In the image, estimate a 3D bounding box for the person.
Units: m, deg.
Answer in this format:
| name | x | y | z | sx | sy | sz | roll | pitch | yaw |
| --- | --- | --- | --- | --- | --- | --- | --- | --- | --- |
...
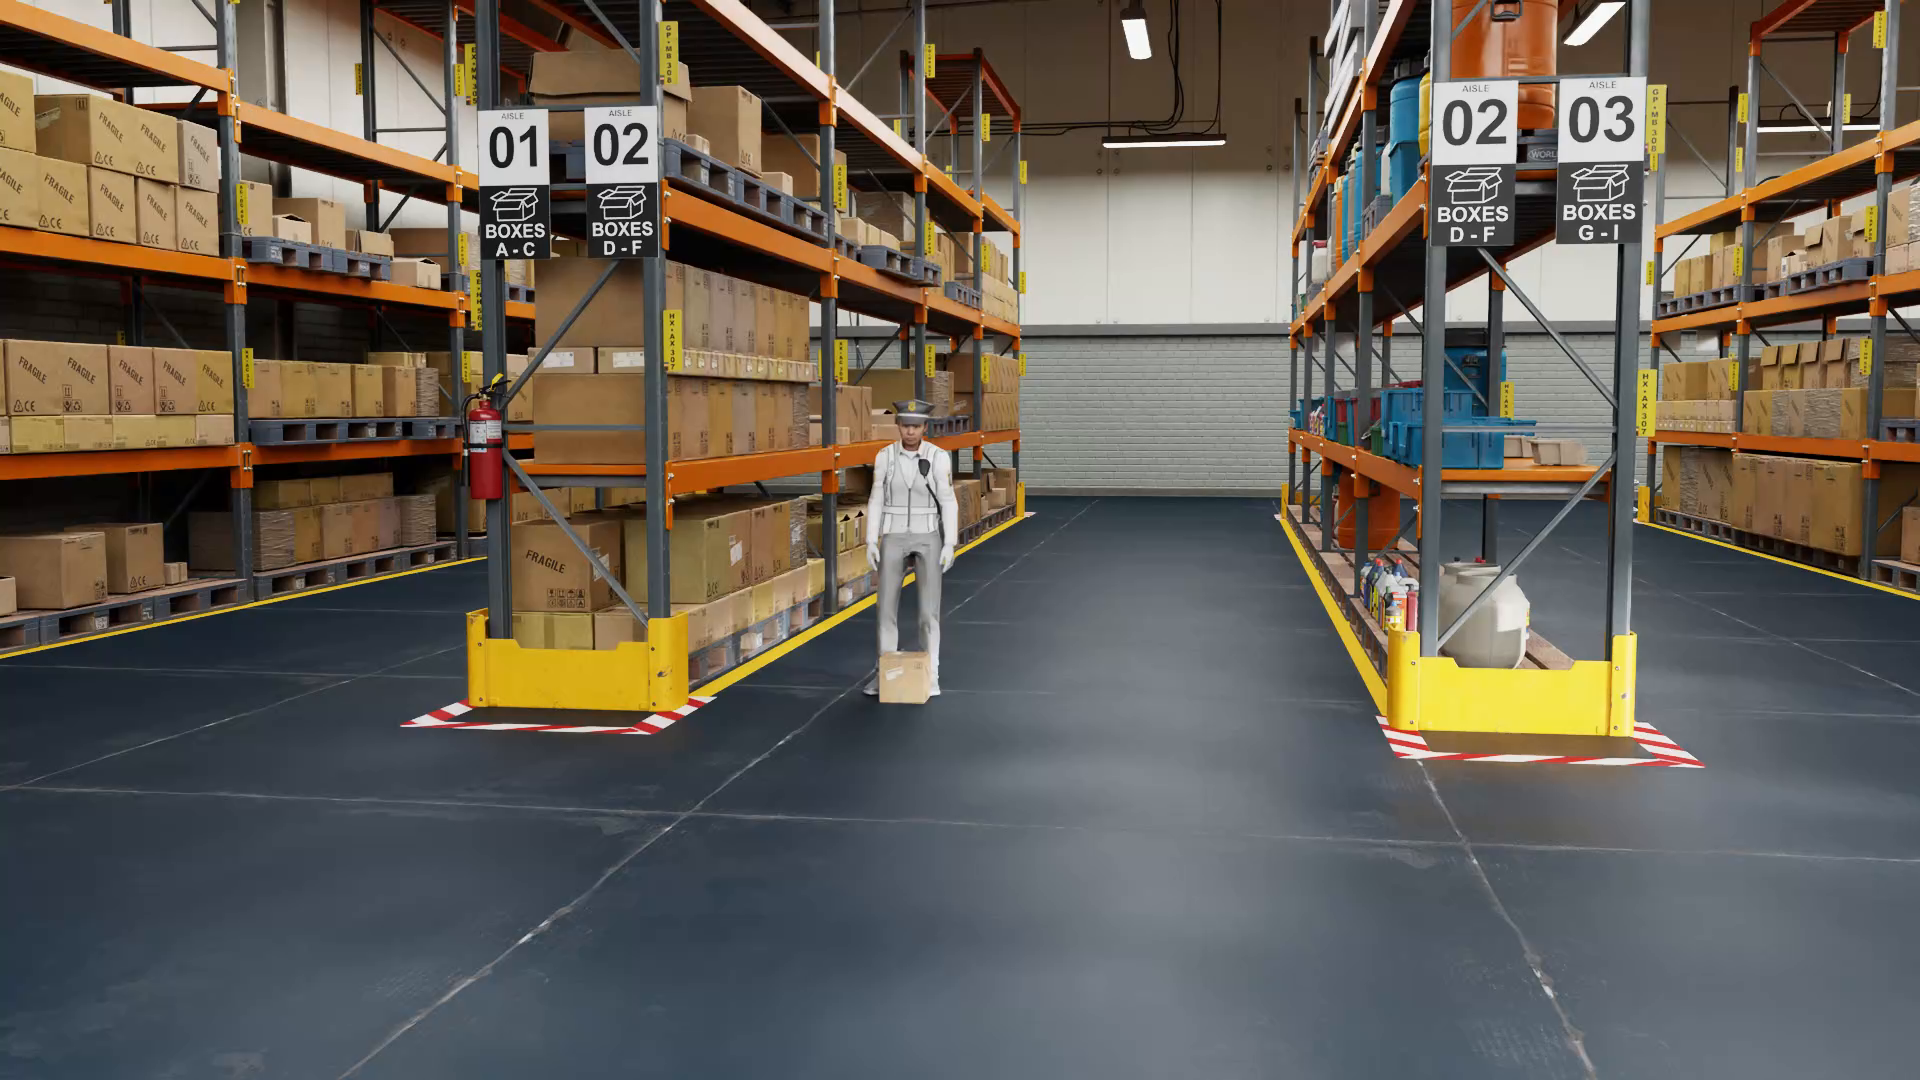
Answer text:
| name | x | y | z | sx | sy | sz | roll | pitch | yaw |
| --- | --- | --- | --- | --- | --- | --- | --- | --- | --- |
| person | -0.275 | 0.038 | 9.405 | 0.524 | 1.662 | 0.373 | 1 | 5 | 6 |
